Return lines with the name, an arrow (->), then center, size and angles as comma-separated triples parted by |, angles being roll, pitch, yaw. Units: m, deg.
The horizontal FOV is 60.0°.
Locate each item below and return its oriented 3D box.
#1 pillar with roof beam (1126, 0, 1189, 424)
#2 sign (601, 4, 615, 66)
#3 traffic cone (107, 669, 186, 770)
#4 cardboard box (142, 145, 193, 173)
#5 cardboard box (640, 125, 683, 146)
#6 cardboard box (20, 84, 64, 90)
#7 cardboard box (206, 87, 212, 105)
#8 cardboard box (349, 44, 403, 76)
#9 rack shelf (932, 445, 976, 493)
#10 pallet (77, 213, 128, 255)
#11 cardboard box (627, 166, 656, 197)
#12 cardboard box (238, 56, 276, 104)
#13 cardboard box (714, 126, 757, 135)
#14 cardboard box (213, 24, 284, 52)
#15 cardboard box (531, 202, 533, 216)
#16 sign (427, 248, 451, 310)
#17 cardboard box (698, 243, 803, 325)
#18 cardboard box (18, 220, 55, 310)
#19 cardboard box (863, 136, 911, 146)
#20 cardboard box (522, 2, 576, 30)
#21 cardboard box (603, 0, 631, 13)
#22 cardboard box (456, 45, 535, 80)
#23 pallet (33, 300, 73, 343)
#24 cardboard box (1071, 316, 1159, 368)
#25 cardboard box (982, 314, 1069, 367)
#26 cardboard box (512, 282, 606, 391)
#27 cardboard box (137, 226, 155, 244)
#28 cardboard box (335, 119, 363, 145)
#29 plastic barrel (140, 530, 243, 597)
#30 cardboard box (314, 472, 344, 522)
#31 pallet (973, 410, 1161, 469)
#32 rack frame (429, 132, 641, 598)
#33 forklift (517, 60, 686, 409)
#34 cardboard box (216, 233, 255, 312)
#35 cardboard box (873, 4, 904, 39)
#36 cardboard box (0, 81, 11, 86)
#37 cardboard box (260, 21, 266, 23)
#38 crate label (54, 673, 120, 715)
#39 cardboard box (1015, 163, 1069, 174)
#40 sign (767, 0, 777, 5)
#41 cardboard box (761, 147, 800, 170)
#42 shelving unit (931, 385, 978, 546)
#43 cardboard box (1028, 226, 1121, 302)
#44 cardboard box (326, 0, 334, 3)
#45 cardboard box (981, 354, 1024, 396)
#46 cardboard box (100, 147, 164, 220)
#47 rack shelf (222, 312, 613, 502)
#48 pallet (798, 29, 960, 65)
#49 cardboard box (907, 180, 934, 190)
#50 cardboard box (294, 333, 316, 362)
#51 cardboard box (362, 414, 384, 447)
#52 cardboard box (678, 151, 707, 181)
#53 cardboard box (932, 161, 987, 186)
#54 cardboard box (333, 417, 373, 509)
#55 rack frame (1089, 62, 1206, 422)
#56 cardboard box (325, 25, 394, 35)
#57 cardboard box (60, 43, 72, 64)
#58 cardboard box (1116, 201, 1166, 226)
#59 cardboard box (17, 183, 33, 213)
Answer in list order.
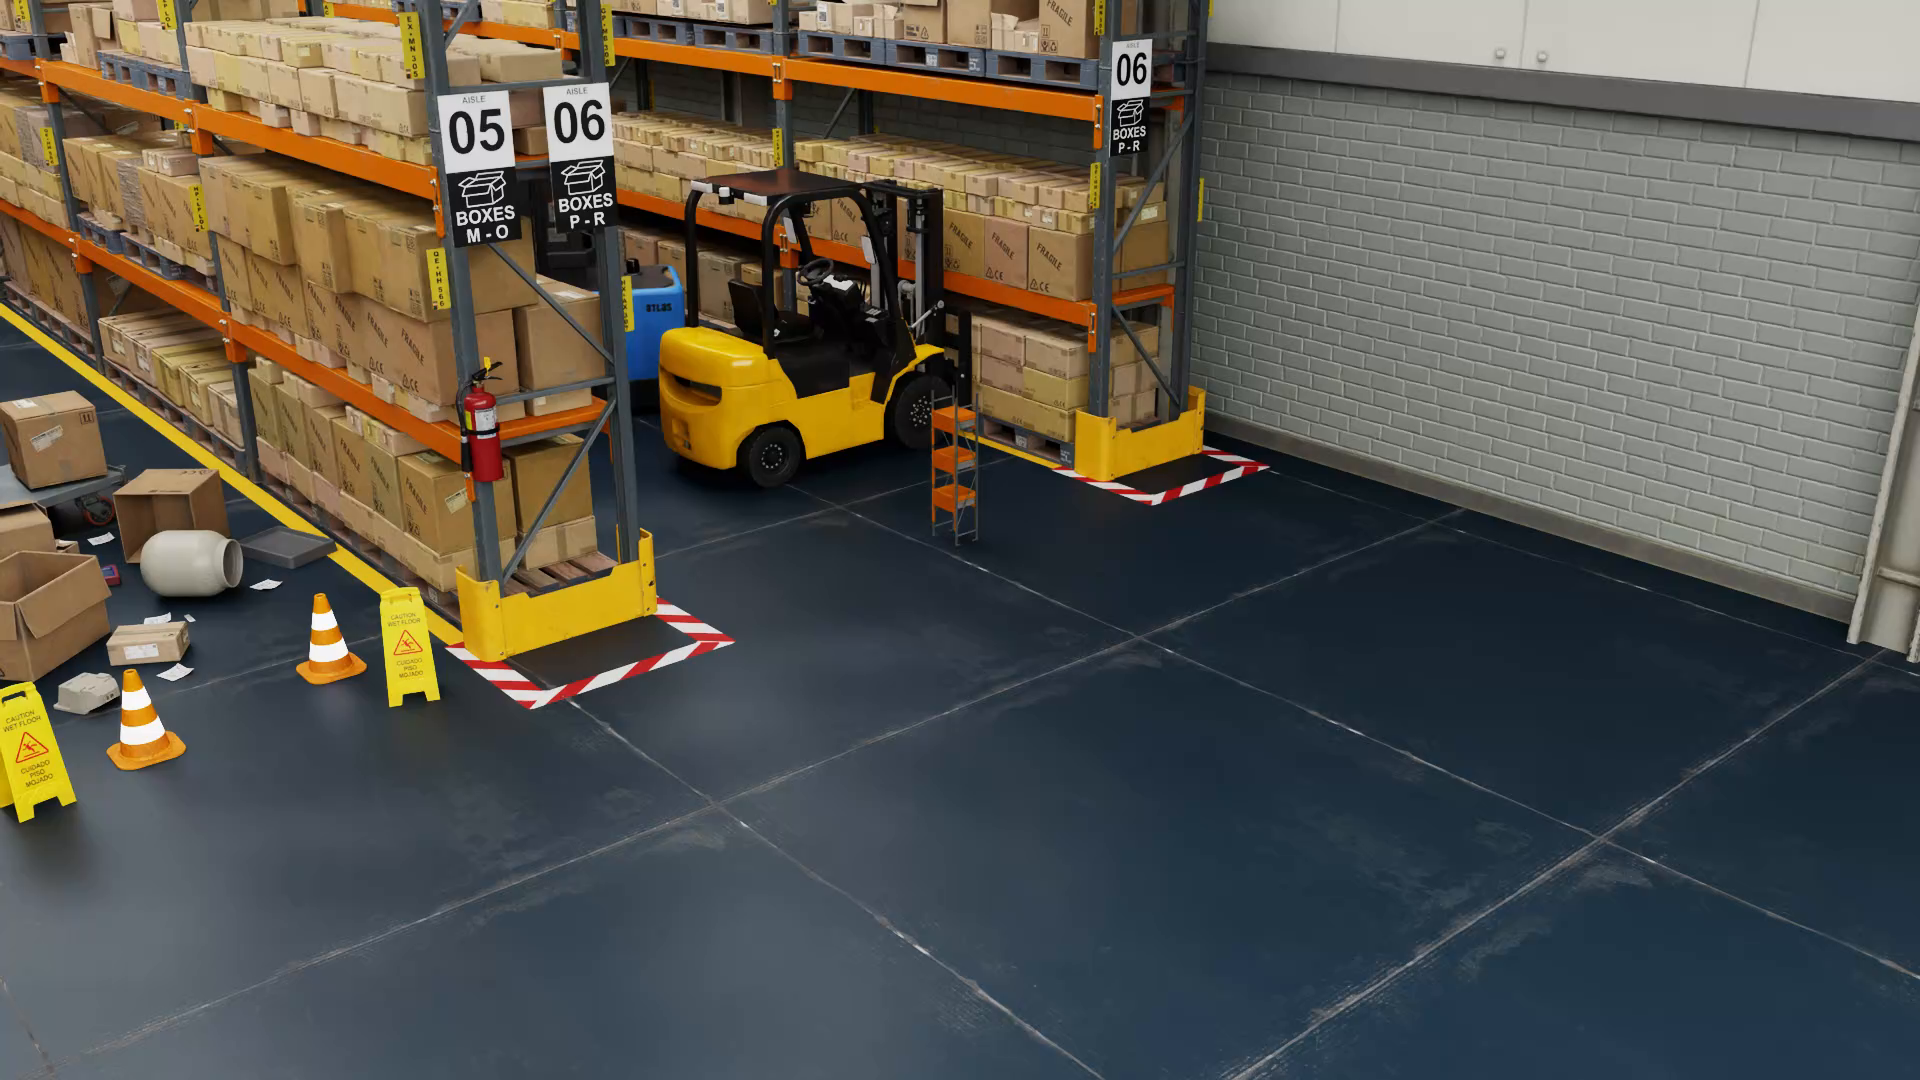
pillar with roof beam -> -1.638, -4.199, 9.866 | 9.100, 9.000, 0.400 | -17, 27, -37
sign -> -1.952, -2.774, 9.141 | 0.100, 0.325, 0.005 | -17, 27, -37
traffic cone -> -4.240, 0.887, 8.585 | 0.336, 0.463, 0.334 | -17, 27, -37
cardboard box -> -6.103, -2.960, 12.918 | 0.380, 0.149, 0.250 | -19, 28, -40
cardboard box -> -2.992, -4.070, 16.736 | 0.380, 0.149, 0.250 | -17, 27, -36
cardboard box -> -9.371, -4.464, 17.259 | 0.500, 0.500, 0.500 | -17, 27, -36
cardboard box -> -4.956, -3.080, 11.465 | 0.380, 0.149, 0.250 | -18, 28, -38
cardboard box -> -3.254, -2.744, 9.515 | 0.380, 0.149, 0.250 | -17, 27, -37
rack shelf -> -0.035, -0.494, 11.334 | 0.215, 0.259, 0.240 | -17, 27, -37
pallet -> -7.039, -2.790, 14.758 | 1.213, 0.211, 1.003 | -17, 27, -37
cardboard box -> -3.057, -3.702, 17.030 | 0.500, 0.250, 0.500 | -19, 28, -39
cardboard box -> -4.234, -2.943, 10.569 | 0.500, 0.250, 0.500 | -17, 27, -37
cardboard box -> -2.243, -4.058, 16.705 | 0.380, 0.149, 0.250 | -17, 27, -37
cardboard box -> -4.658, -3.292, 10.915 | 0.380, 0.149, 0.250 | -19, 28, -39
cardboard box -> -4.682, -3.795, 19.022 | 0.380, 0.149, 0.250 | -19, 28, -39
sign -> -2.797, -1.401, 8.926 | 0.100, 0.325, 0.005 | -17, 27, -37
cardboard box -> -2.066, -2.576, 16.629 | 0.875, 0.625, 0.625 | -18, 28, -38
cardboard box -> -9.135, -2.963, 17.272 | 0.875, 0.875, 0.875 | -16, 27, -36
cardboard box -> -0.647, -3.520, 14.924 | 0.380, 0.149, 0.250 | -18, 28, -39
cardboard box -> -4.346, -5.645, 17.875 | 0.500, 0.250, 0.500 | -19, 28, -39
cardboard box -> -3.134, -5.545, 16.566 | 0.700, 0.500, 0.500 | -18, 28, -38
cardboard box -> -2.617, -2.705, 9.414 | 0.380, 0.149, 0.250 | -18, 27, -38
pallet -> -8.835, -2.325, 17.132 | 1.003, 0.211, 1.213 | -17, 27, -37
cardboard box -> 1.224, -1.582, 13.234 | 0.500, 0.250, 0.500 | -18, 28, -38
cardboard box -> 0.520, -1.597, 13.272 | 0.500, 0.250, 0.500 | -17, 27, -36
cardboard box -> -2.462, -1.223, 9.948 | 0.500, 0.500, 0.500 | -18, 28, -38
cardboard box -> -6.496, -2.538, 13.619 | 0.380, 0.149, 0.250 | -16, 27, -36
cardboard box -> -3.456, -2.438, 9.828 | 0.380, 0.149, 0.250 | -18, 28, -38
plastic barrel -> -4.858, 0.148, 10.525 | 0.512, 0.421, 0.421 | 0, 21, -1
cardboard box -> -4.088, -0.343, 11.442 | 0.500, 0.250, 0.500 | -18, 28, -38
pallet -> 0.864, -0.927, 13.560 | 1.003, 0.211, 1.213 | -17, 27, -37
rack frame -> -2.363, -0.841, 9.518 | 1.000, 3.000, 0.127 | -17, 27, -37
forklift -> -3.891, -2.527, 13.916 | 3.031, 2.935, 1.130 | -5, 22, -13
cardboard box -> -4.898, -1.943, 11.787 | 0.500, 0.500, 0.500 | -18, 27, -38
cardboard box -> -0.477, -4.223, 13.510 | 0.396, 0.266, 0.258 | -18, 28, -39
cardboard box -> -10.127, -4.478, 17.297 | 0.500, 0.500, 0.500 | -17, 27, -37
cardboard box -> -5.052, -3.725, 12.399 | 0.500, 0.250, 0.500 | -18, 28, -39
crate label -> -4.800, 0.836, 9.162 | 0.298, 0.136, 0.250 | 7, 23, 18
cardboard box -> 0.668, -2.943, 13.450 | 0.380, 0.149, 0.250 | -16, 27, -36
sign -> -1.621, -4.781, 14.324 | 0.100, 0.325, 0.005 | -17, 27, -37
cardboard box -> -1.607, -3.519, 15.328 | 0.380, 0.149, 0.250 | -16, 27, -36
shelving unit -> -0.035, -0.504, 11.330 | 0.215, 1.050, 0.252 | -17, 27, -37
cardboard box -> 0.875, -2.144, 12.707 | 0.500, 0.500, 0.500 | -18, 28, -39
cardboard box -> -8.090, -7.134, 21.816 | 0.380, 0.149, 0.250 | -17, 27, -37
cardboard box -> 0.521, -1.373, 13.385 | 0.500, 0.250, 0.500 | -18, 28, -38
cardboard box -> -6.770, -2.965, 13.820 | 0.500, 0.500, 0.500 | -17, 27, -37
rack shelf -> -3.669, -1.058, 11.060 | 1.077, 0.370, 4.000 | -17, 27, -37
pallet -> -0.640, -4.255, 14.242 | 1.003, 0.211, 1.213 | -17, 27, -37
cardboard box -> -0.213, -2.895, 13.735 | 0.380, 0.149, 0.250 | -18, 28, -38
cardboard box -> -4.184, -1.310, 11.060 | 0.380, 0.149, 0.250 | -17, 27, -37
cardboard box -> -3.536, -0.722, 10.492 | 0.380, 0.149, 0.250 | -17, 27, -37
cardboard box -> -2.401, -3.649, 16.209 | 0.500, 0.250, 0.500 | -17, 27, -36
cardboard box -> -0.004, -2.982, 13.550 | 0.380, 0.149, 0.250 | -17, 27, -37
cardboard box -> -3.751, -0.549, 10.939 | 0.500, 0.500, 0.500 | -18, 28, -39
rack frame -> 1.395, -2.024, 12.537 | 1.000, 3.000, 0.127 | -17, 27, -37
cardboard box -> -3.910, -3.277, 10.876 | 0.380, 0.149, 0.250 | -18, 28, -38
cardboard box -> -7.508, -4.203, 14.334 | 0.380, 0.149, 0.250 | -17, 27, -37
cardboard box -> 1.370, -2.528, 12.798 | 0.380, 0.149, 0.250 | -18, 28, -39
cardboard box -> -8.774, -3.340, 16.103 | 0.500, 0.250, 0.500 | -18, 28, -38
